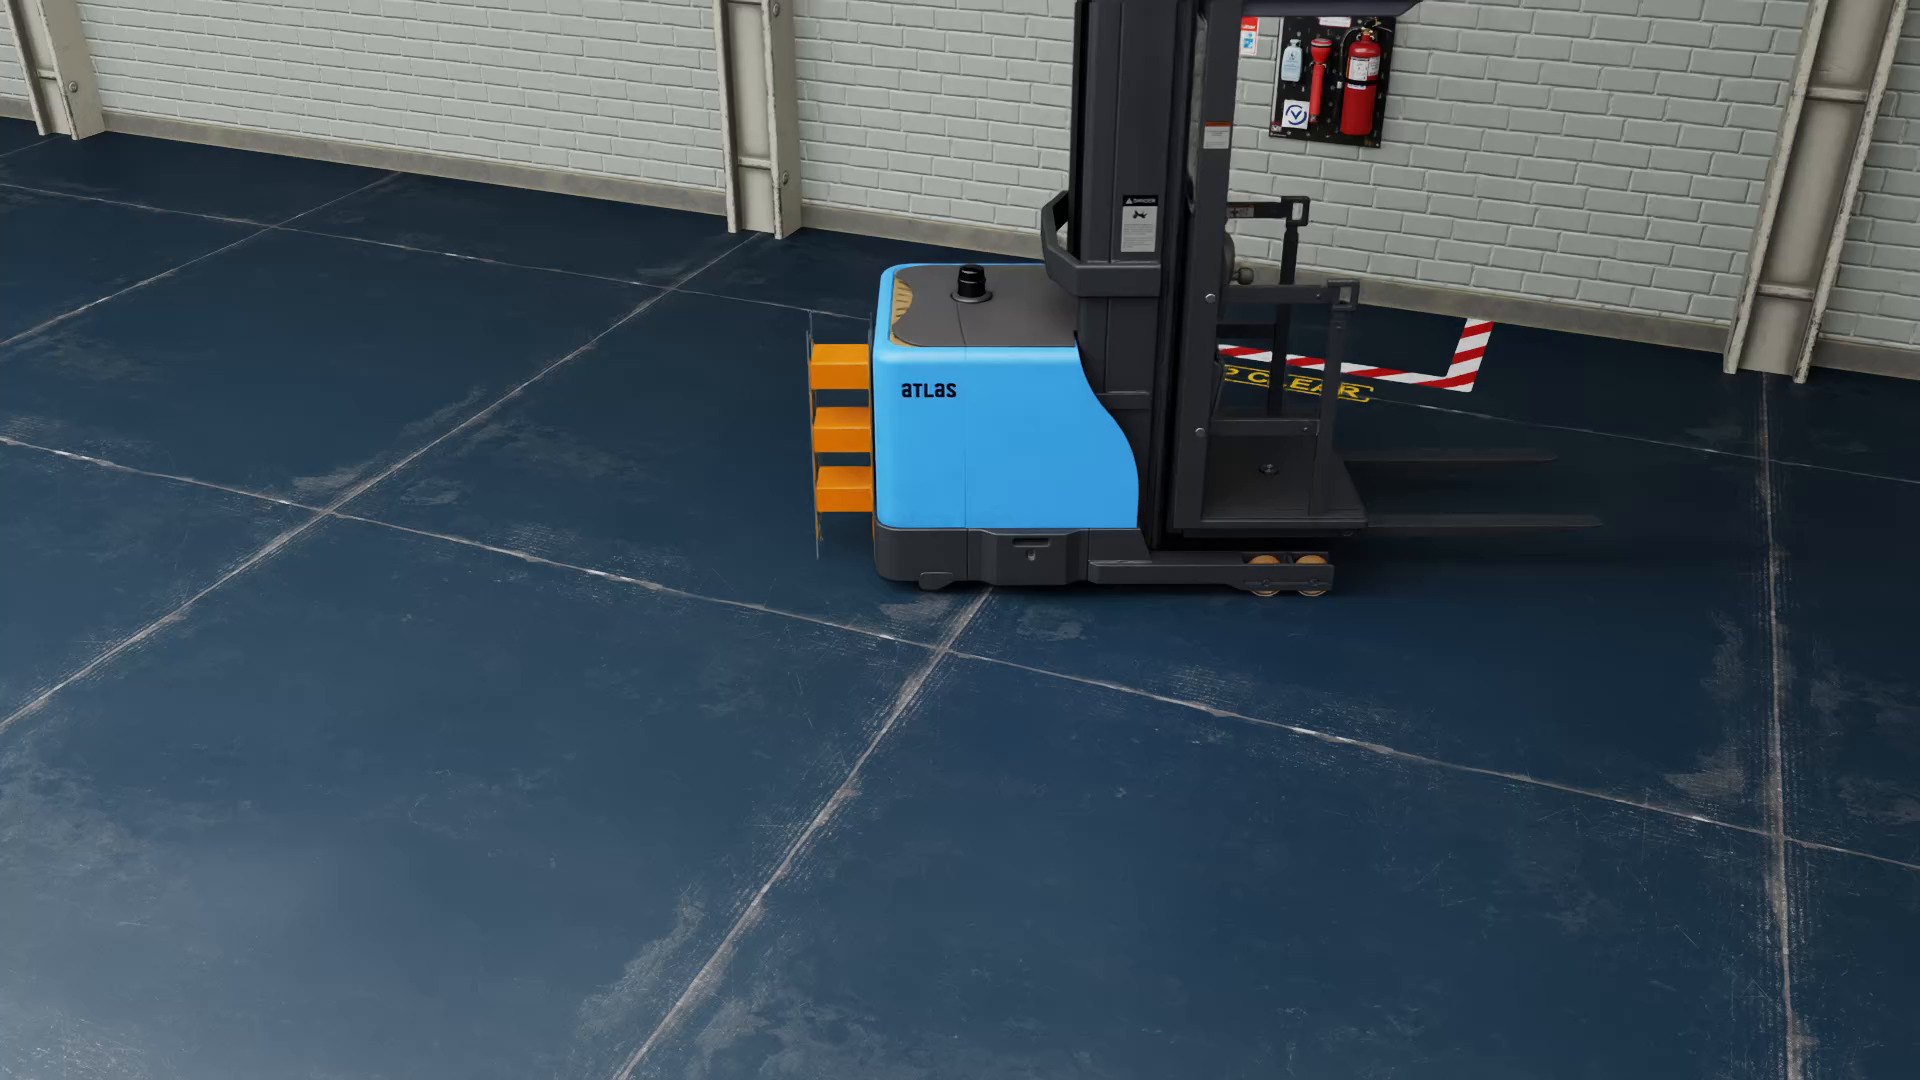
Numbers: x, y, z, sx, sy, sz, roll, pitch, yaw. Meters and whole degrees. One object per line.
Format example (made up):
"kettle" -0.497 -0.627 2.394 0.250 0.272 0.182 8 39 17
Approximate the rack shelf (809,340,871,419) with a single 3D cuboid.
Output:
"rack shelf" -0.484 -0.657 6.790 0.240 0.259 0.215 0 29 0

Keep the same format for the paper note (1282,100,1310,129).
"paper note" 1.881 -2.385 9.316 0.142 0.148 0.016 11 31 19

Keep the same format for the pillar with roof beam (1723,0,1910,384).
"pillar with roof beam" 2.676 -2.878 3.197 0.400 9.000 9.100 11 31 19

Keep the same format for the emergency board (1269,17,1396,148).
"emergency board" 2.019 -2.704 8.985 0.643 1.169 0.194 11 31 19

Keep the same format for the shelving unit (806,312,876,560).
"shelving unit" -0.484 -0.419 6.925 0.252 1.050 0.215 0 29 0

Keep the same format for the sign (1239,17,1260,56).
"sign" 1.545 -2.869 9.241 0.234 0.329 0.001 11 31 19

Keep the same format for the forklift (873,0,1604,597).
"forklift" 1.163 -1.306 6.582 3.031 2.935 1.130 0 29 0

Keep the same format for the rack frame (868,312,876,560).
"rack frame" -0.362 -0.419 6.925 0.008 1.050 0.200 0 29 0

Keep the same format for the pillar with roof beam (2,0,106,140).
"pillar with roof beam" -8.443 -5.098 7.125 0.400 9.000 9.100 11 31 19

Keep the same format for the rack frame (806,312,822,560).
"rack frame" -0.606 -0.419 6.924 0.008 1.050 0.200 0 29 0

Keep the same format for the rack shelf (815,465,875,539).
"rack shelf" -0.484 -0.168 7.066 0.240 0.259 0.215 0 29 0

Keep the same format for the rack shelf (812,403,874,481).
"rack shelf" -0.484 -0.410 6.930 0.240 0.259 0.215 0 29 0

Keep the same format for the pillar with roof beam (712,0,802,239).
"pillar with roof beam" -2.884 -3.988 5.161 0.400 9.000 9.100 11 31 19
